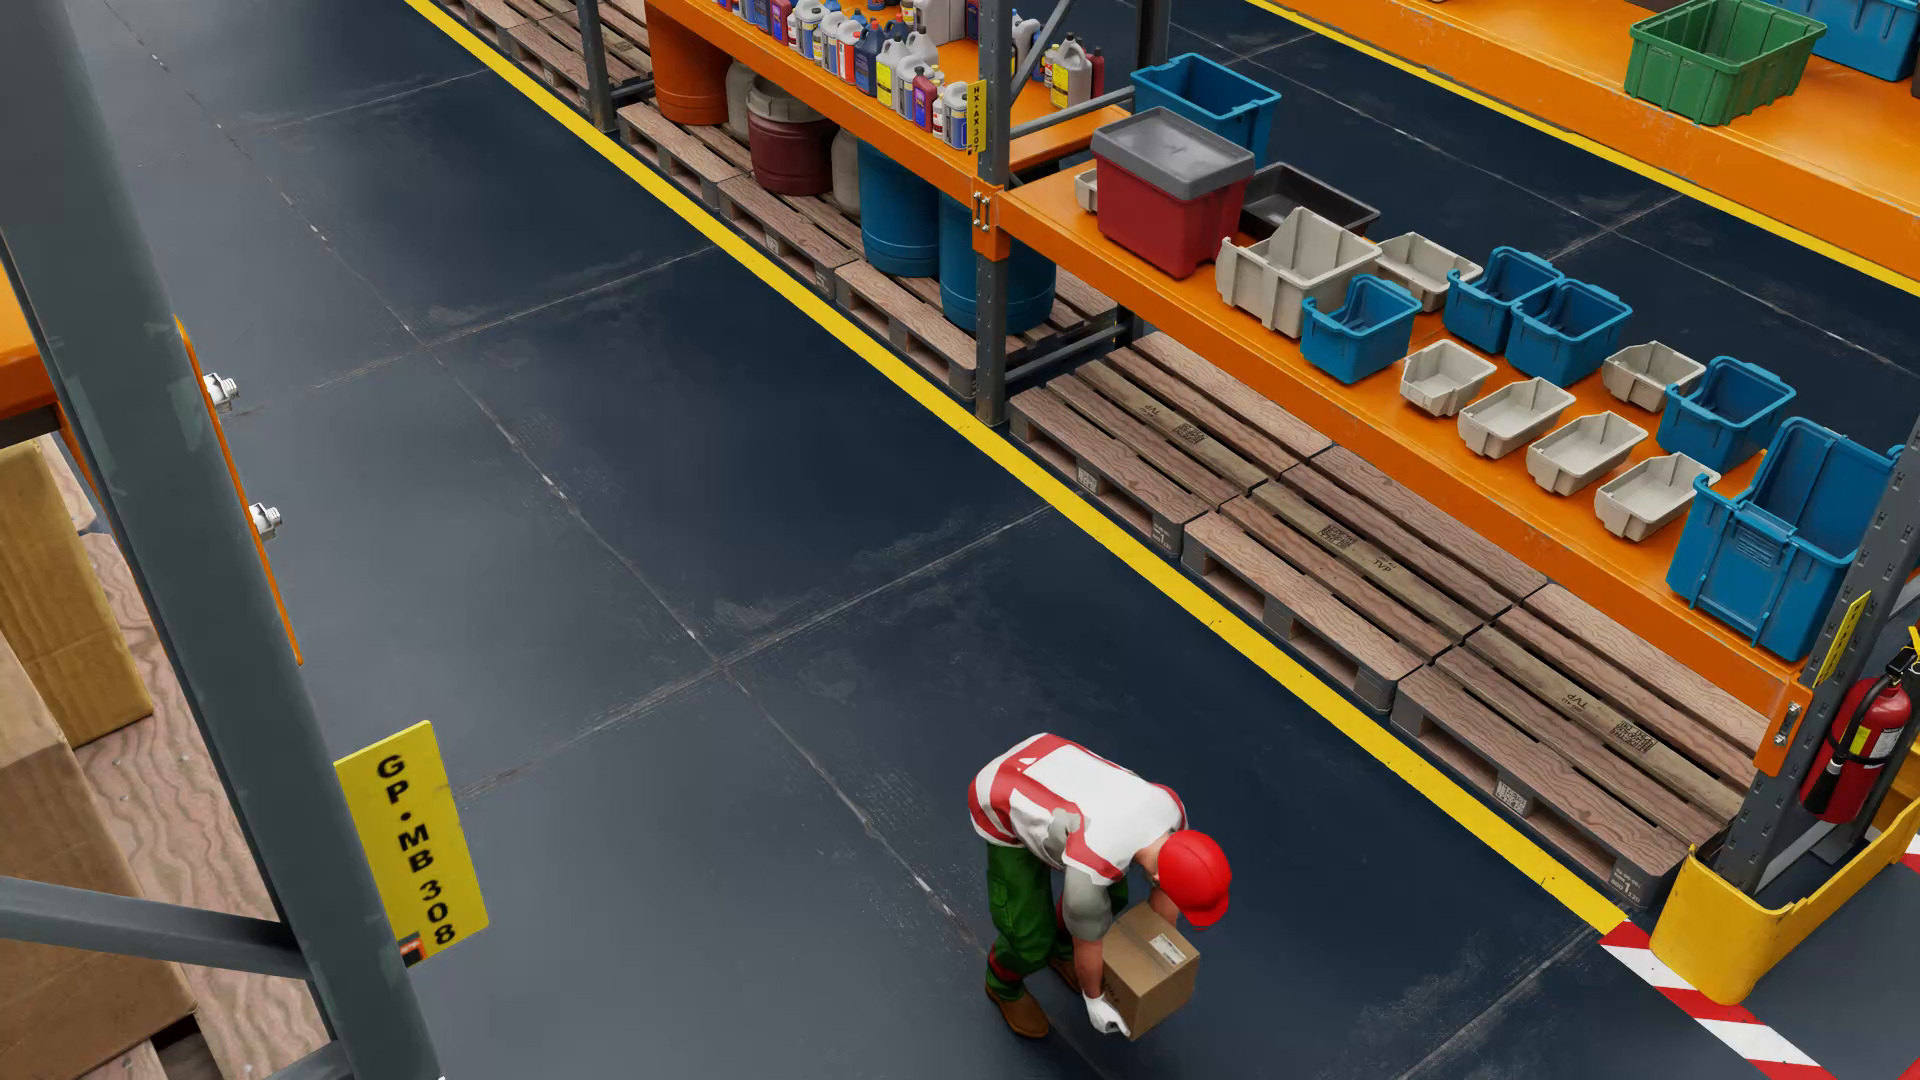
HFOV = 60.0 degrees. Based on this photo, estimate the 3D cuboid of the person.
[{"bbox_3d":[0.418,1.150,5.175,0.507,1.258,0.927,-28,47,-29],"label":"person"}]
